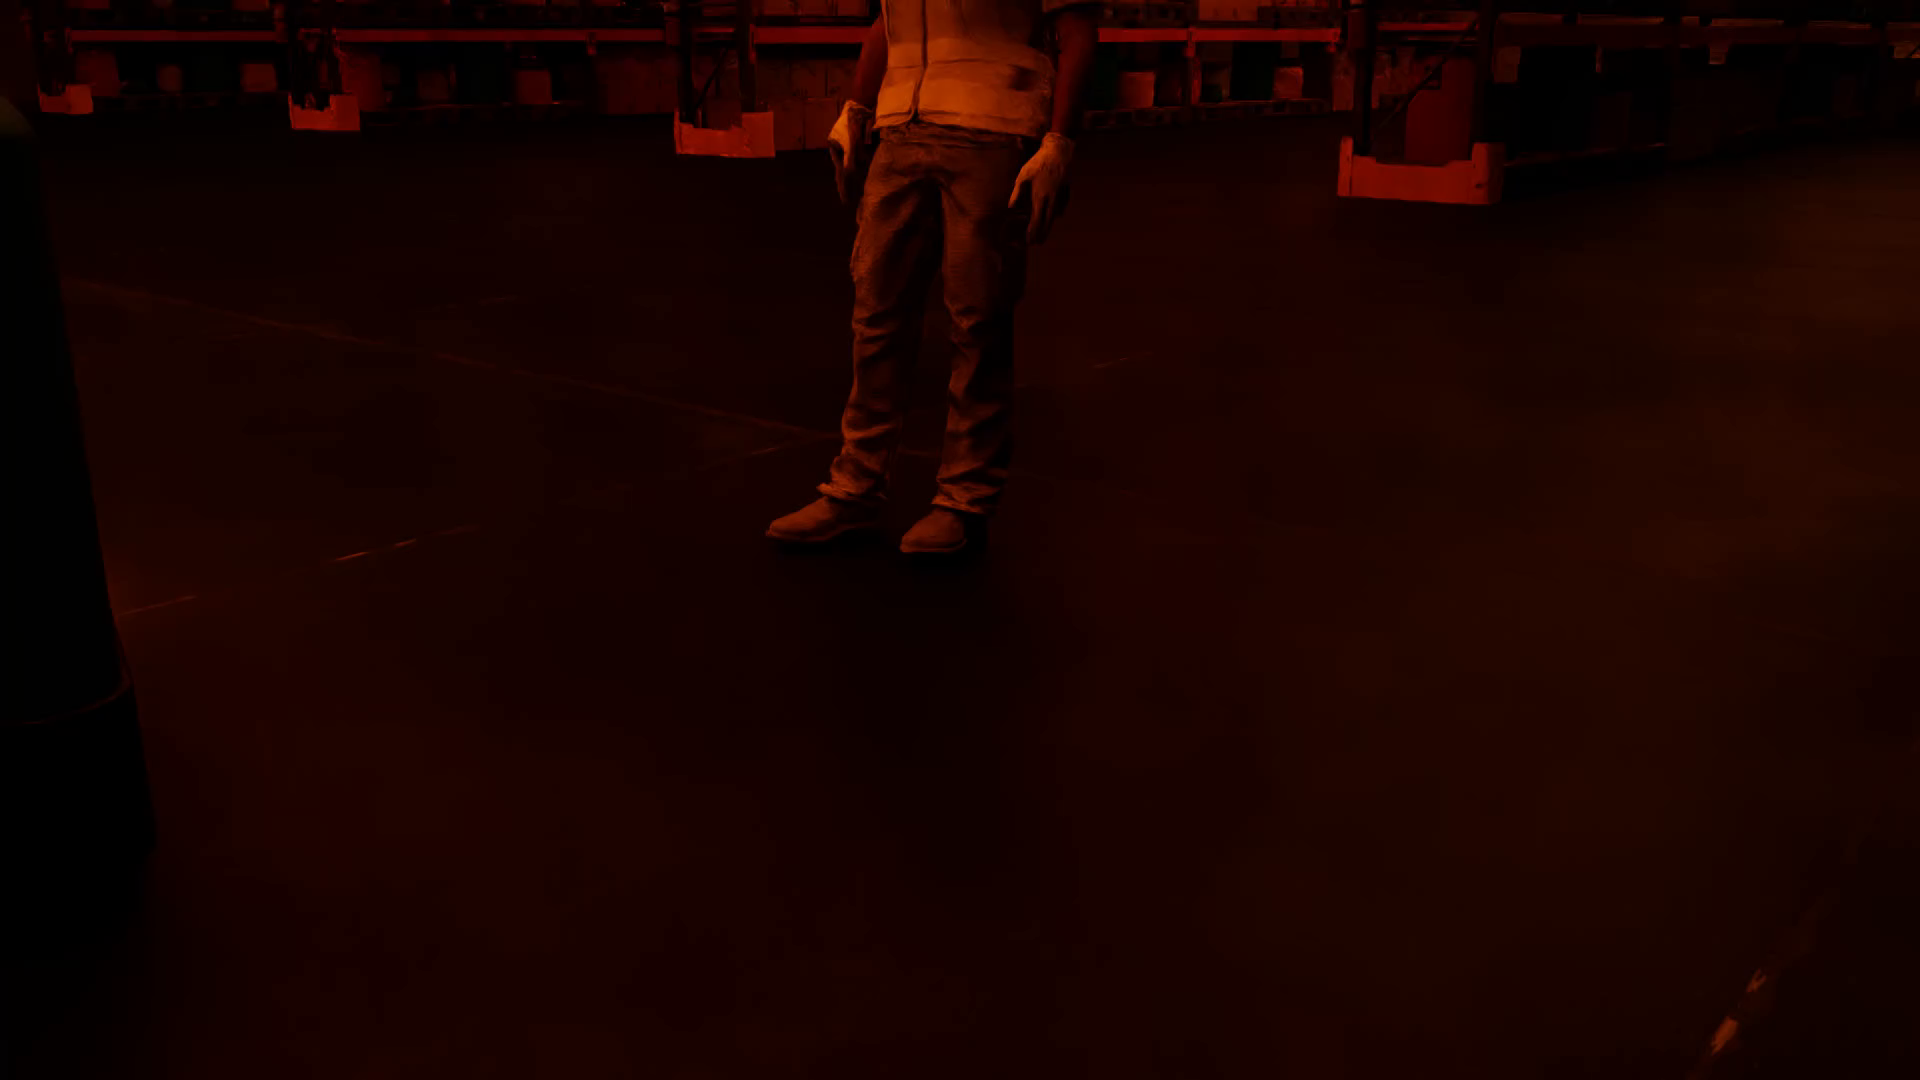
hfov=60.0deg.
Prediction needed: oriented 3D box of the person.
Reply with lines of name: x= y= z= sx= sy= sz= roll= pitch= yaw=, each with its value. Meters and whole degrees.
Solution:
person: x=-0.052 y=-0.845 z=3.632 sx=0.655 sy=1.782 sz=0.576 roll=13 pitch=21 yaw=37

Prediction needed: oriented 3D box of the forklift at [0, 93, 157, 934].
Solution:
forklift: x=-2.642 y=-0.799 z=1.529 sx=3.031 sy=2.935 sz=1.130 roll=-10 pitch=19 yaw=-29
